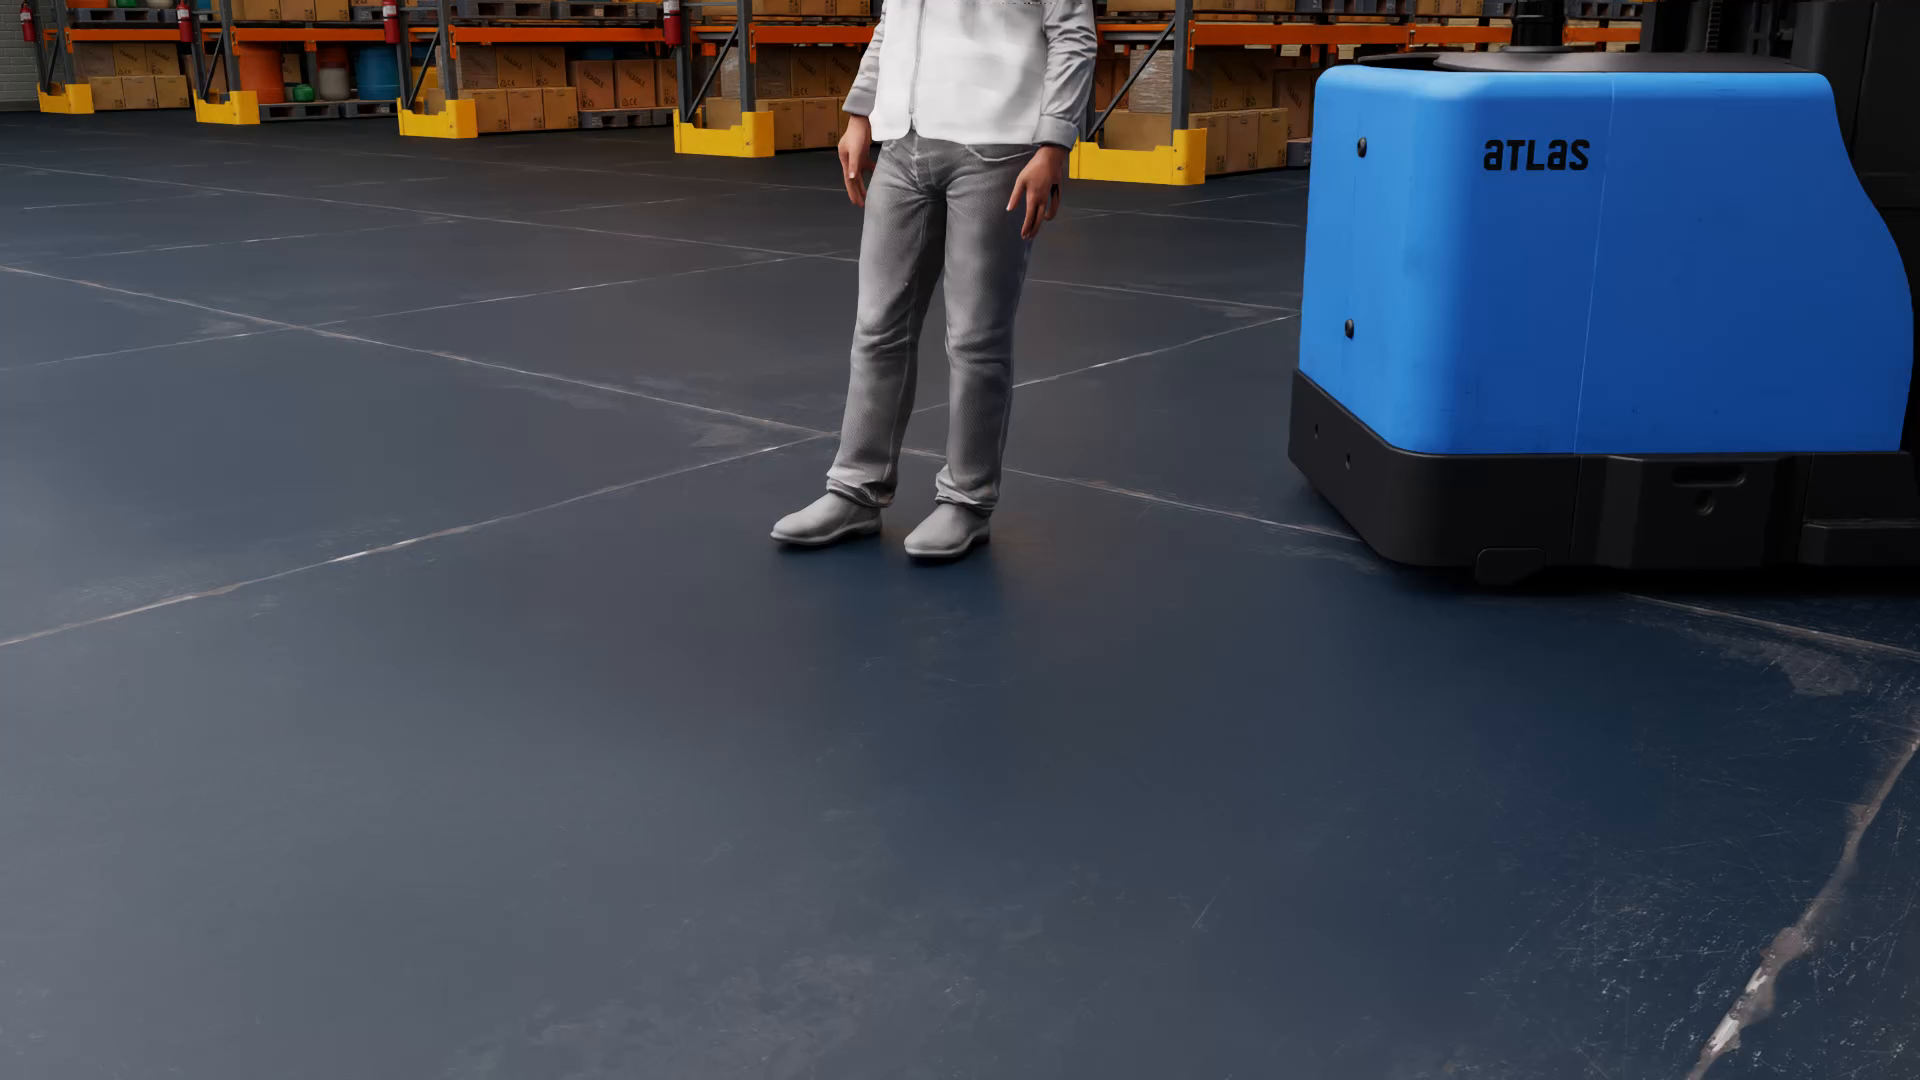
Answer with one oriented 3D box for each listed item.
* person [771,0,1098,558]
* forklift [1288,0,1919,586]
[{"bbox_3d":[-0.046,-0.843,3.640,0.633,1.775,0.566,13,21,37],"label":"person"},{"bbox_3d":[2.400,-1.443,3.651,3.031,2.935,1.130,-1,17,-2],"label":"forklift"}]
